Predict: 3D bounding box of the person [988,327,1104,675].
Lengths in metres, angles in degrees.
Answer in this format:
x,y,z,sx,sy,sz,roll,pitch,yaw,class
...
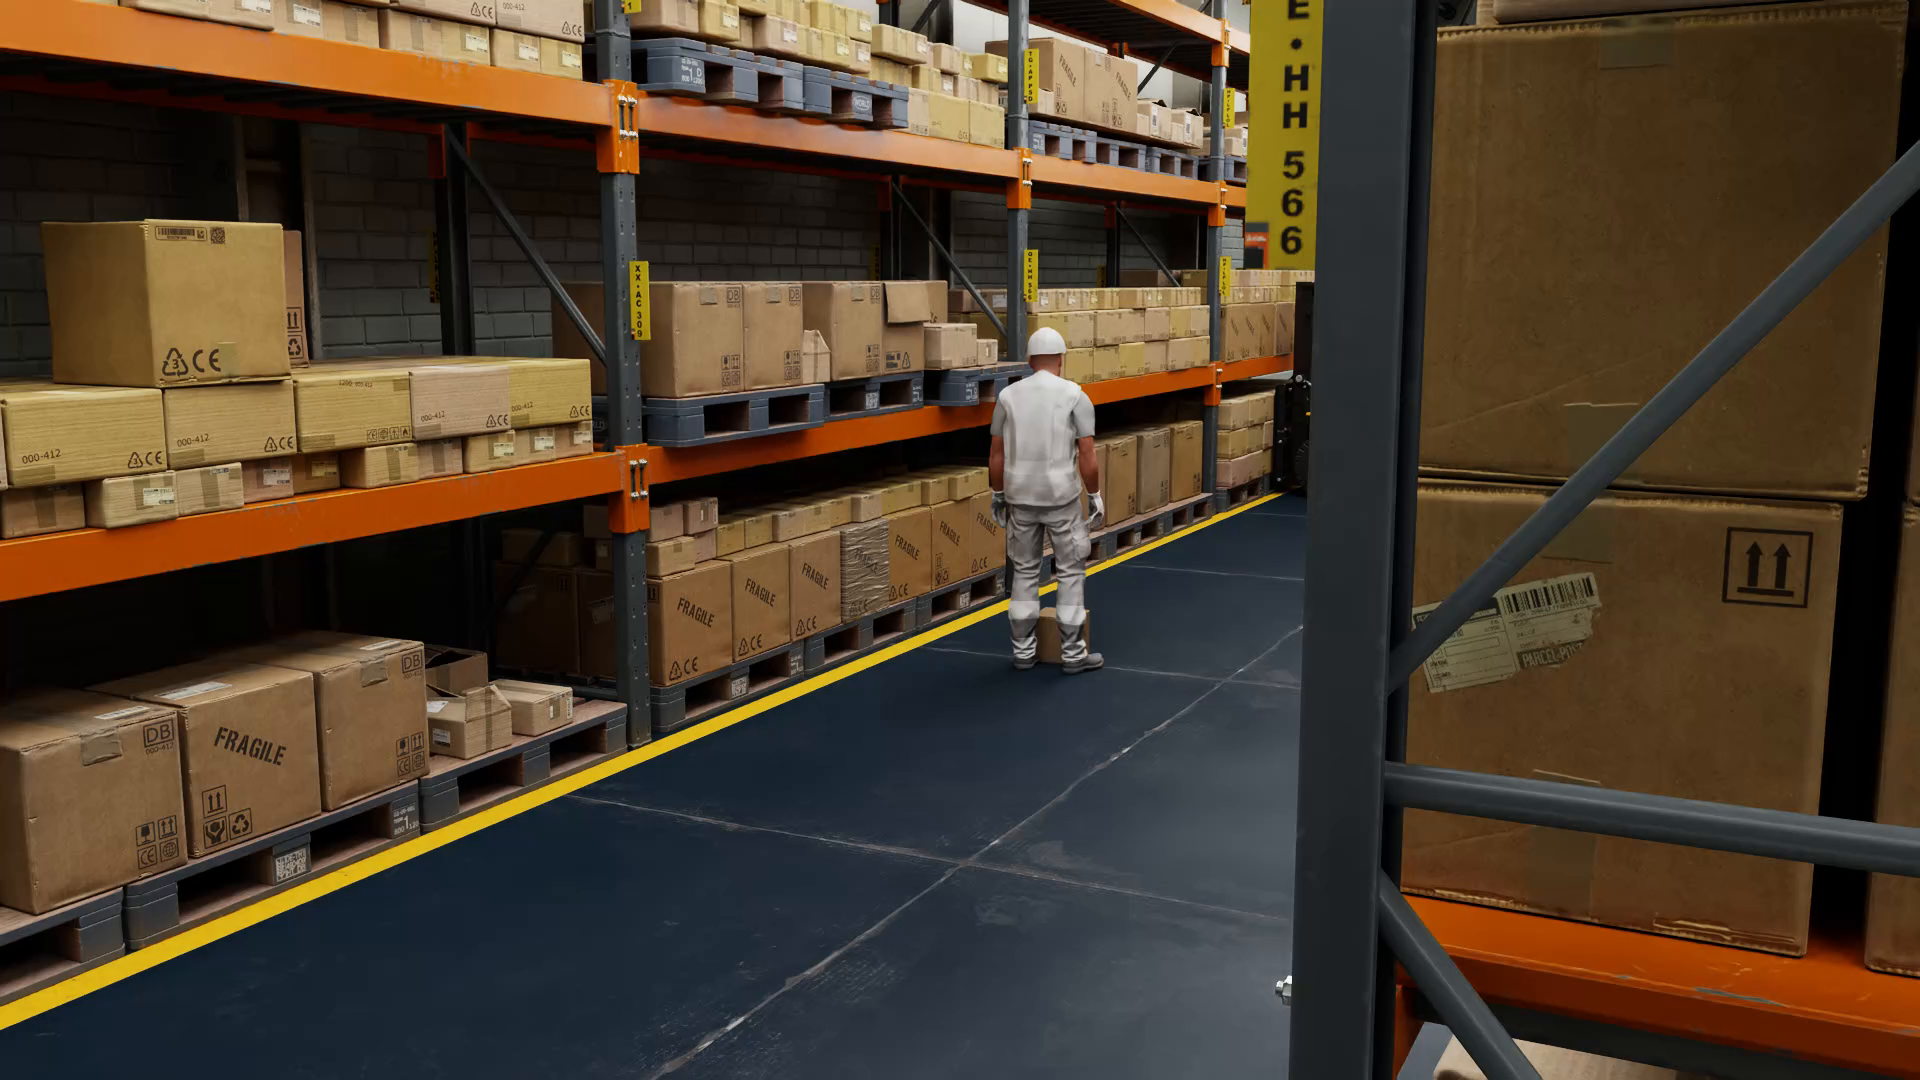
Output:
x,y,z,sx,sy,sz,roll,pitch,yaw,class
0.446,-0.207,8.633,0.617,1.778,0.453,4,10,21,person
